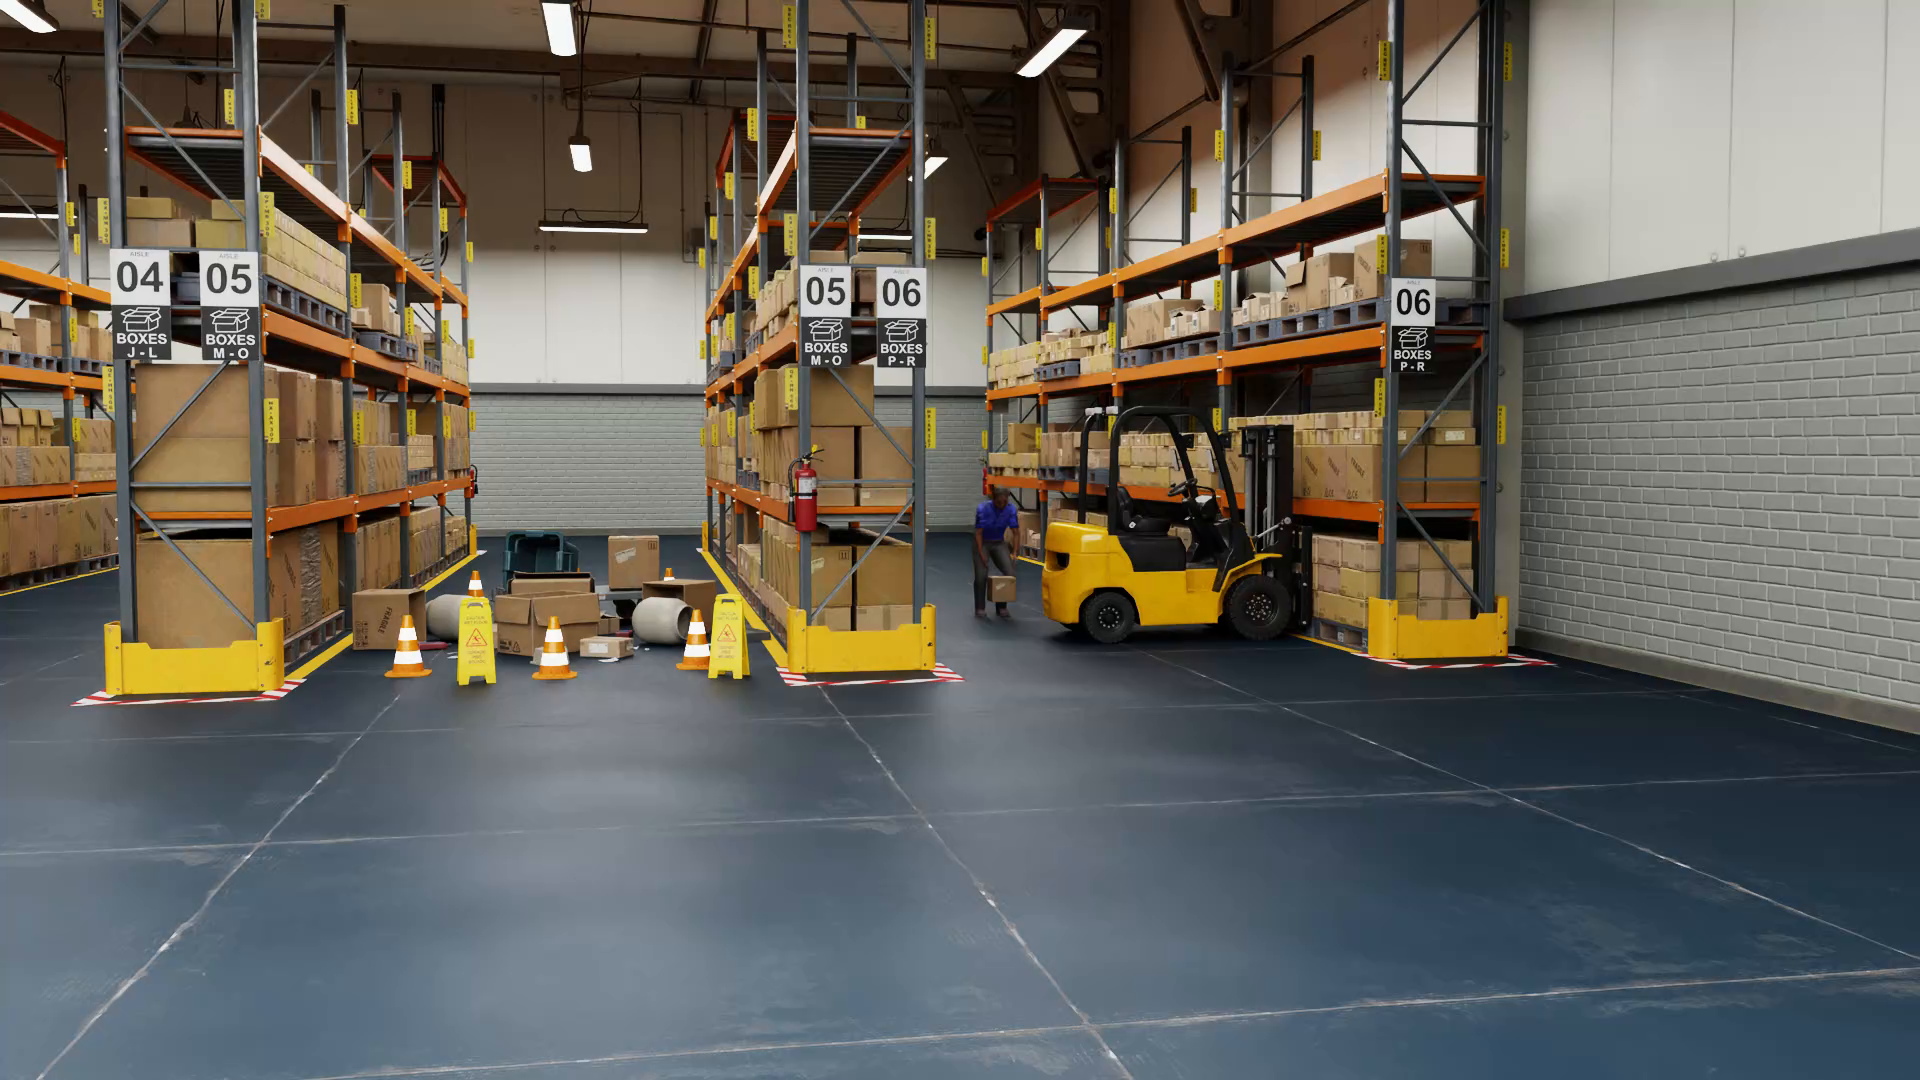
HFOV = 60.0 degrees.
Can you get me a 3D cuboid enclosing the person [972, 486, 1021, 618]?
[{"bbox_3d":[0.379,0.120,17.558,0.495,1.389,0.616,-1,3,-11],"label":"person"}]
